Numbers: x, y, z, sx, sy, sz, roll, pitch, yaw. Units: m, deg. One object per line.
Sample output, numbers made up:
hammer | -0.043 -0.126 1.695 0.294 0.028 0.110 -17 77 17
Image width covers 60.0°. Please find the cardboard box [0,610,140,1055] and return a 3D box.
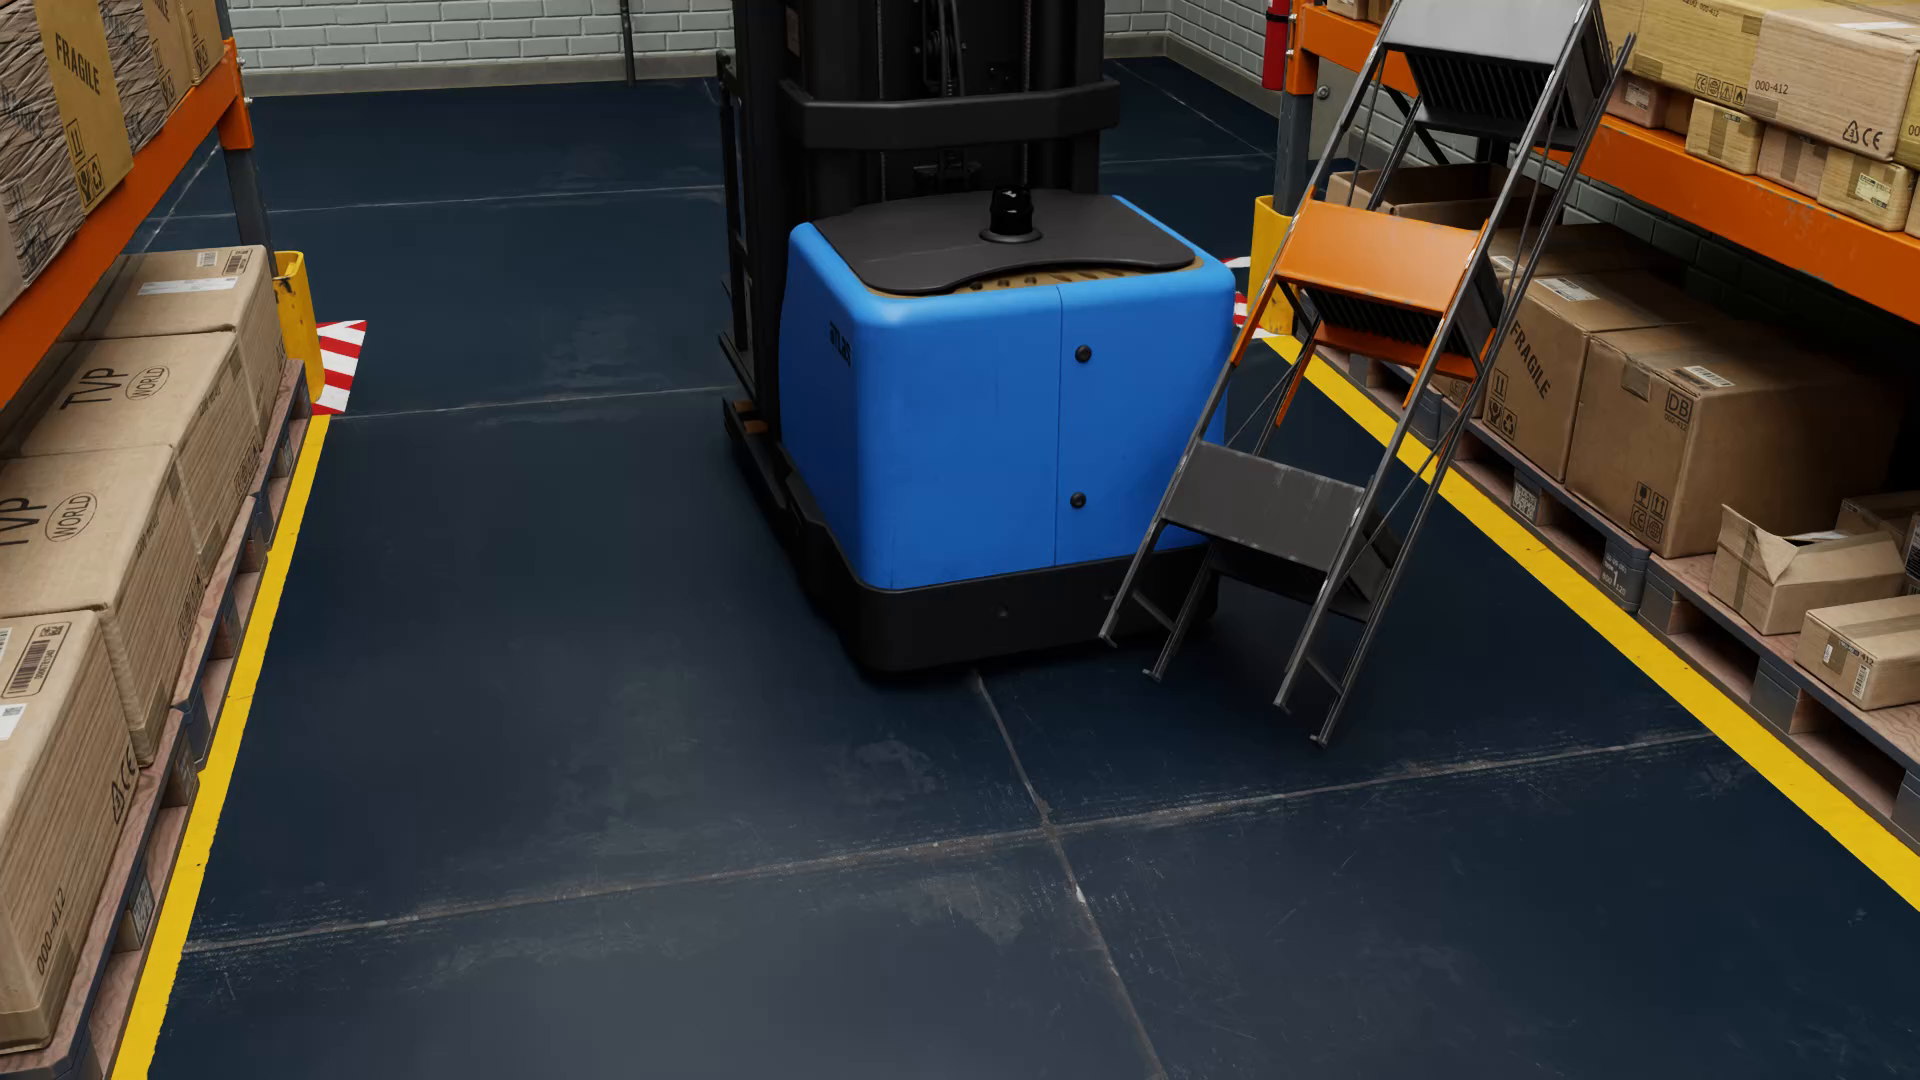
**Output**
cardboard box | -2.154 0.575 3.160 0.875 0.438 0.875 -6 27 -12

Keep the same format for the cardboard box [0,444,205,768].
cardboard box | -2.357 0.182 3.938 0.875 0.438 0.875 -7 28 -13

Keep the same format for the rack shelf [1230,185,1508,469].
rack shelf | 1.073 -0.542 4.285 0.480 0.518 0.431 20 -10 33

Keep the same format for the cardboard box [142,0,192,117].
cardboard box | -2.554 -1.489 4.760 0.500 0.500 0.500 -7 28 -13

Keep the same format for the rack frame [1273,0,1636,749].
rack frame | 1.270 -0.483 4.153 0.015 2.100 0.400 20 -10 33

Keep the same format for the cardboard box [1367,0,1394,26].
cardboard box | 1.726 -1.965 6.094 0.380 0.149 0.250 -5 27 -10

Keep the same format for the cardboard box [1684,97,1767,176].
cardboard box | 2.120 -1.054 4.288 0.380 0.149 0.250 -6 27 -12

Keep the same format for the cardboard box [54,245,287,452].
cardboard box | -2.773 -0.615 5.517 0.875 0.438 0.875 -7 28 -13

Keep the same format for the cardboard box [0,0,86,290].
cardboard box | -2.183 -0.813 3.420 0.500 0.500 0.500 -6 27 -11

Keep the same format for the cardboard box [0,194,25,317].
cardboard box | -2.077 -0.594 2.986 0.500 0.500 0.500 -6 27 -11

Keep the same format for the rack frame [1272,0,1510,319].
rack frame | 1.816 -2.357 6.590 1.000 3.000 0.127 -6 27 -12

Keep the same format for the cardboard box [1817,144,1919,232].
cardboard box | 2.238 -0.827 3.838 0.380 0.149 0.250 -5 27 -10

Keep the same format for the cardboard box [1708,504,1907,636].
cardboard box | 2.226 0.061 4.369 0.396 0.266 0.258 -5 27 -10

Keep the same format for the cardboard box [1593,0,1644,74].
cardboard box | 2.023 -1.530 4.789 0.500 0.250 0.500 -7 28 -13

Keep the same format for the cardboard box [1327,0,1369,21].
cardboard box | 1.623 -2.072 6.306 0.380 0.149 0.250 -6 27 -12

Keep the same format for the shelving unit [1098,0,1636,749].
shelving unit | 1.079 -0.554 4.287 0.503 2.100 0.431 20 -10 33

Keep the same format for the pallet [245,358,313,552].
pallet | -2.762 -0.263 5.537 1.003 0.211 1.213 -6 27 -12

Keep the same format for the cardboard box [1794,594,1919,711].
cardboard box | 2.306 0.270 4.085 0.380 0.149 0.250 -7 28 -13

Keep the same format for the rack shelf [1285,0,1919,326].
rack shelf | 2.267 -1.158 5.013 1.077 0.370 4.000 -6 27 -12

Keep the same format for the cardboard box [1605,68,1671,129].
cardboard box | 2.070 -1.282 4.740 0.380 0.149 0.250 -6 27 -12

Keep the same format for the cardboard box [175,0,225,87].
cardboard box | -2.652 -1.711 5.200 0.500 0.500 0.500 -6 27 -11

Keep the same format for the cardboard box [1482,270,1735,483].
cardboard box | 2.038 -0.529 5.277 0.500 0.500 0.500 -5 27 -11

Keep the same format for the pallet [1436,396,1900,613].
pallet | 2.286 -0.194 5.400 1.003 0.211 1.213 -6 27 -12

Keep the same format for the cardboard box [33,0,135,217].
cardboard box | -2.299 -1.039 3.868 0.500 0.500 0.500 -5 27 -10

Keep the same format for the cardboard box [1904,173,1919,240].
cardboard box | 2.320 -0.715 3.617 0.380 0.149 0.250 -5 27 -10

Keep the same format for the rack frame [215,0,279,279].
rack frame | -3.019 -1.851 5.588 1.000 3.000 0.127 -6 27 -12

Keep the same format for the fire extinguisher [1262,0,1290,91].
fire extinguisher | 1.333 -2.173 6.727 0.296 0.674 0.183 -6 27 -12

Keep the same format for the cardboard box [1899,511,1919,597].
cardboard box | 2.799 0.098 4.245 0.500 0.311 0.500 -5 27 -10

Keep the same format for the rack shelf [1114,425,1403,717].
rack shelf | 0.771 0.081 4.182 0.480 0.518 0.431 20 -10 33

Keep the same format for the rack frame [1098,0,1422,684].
rack frame | 0.887 -0.624 4.421 0.015 2.100 0.400 20 -10 33

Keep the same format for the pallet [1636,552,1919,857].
pallet | 2.564 0.343 4.337 1.003 0.211 1.213 -6 27 -12

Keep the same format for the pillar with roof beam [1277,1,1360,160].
pillar with roof beam | -2.107 -5.873 6.899 9.100 9.000 0.400 -6 27 -12

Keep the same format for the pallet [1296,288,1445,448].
pallet | 2.014 -0.729 6.459 1.003 0.211 1.213 -6 27 -12

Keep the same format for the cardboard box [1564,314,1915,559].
cardboard box | 2.251 -0.315 4.854 0.700 0.500 0.500 -7 28 -14

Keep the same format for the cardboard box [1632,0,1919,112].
cardboard box | 2.139 -1.304 4.341 0.500 0.250 0.500 -6 27 -12

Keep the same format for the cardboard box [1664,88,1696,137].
cardboard box | 2.171 -1.179 4.535 0.380 0.149 0.250 -6 27 -11

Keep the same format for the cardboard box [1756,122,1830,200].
cardboard box | 2.205 -0.945 4.071 0.380 0.149 0.250 -5 27 -10

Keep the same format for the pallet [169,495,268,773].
pallet | -2.491 0.271 4.478 1.003 0.211 1.213 -6 27 -12

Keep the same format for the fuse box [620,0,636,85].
fuse box | -2.233 -3.898 11.074 0.539 1.711 0.414 -6 27 -12

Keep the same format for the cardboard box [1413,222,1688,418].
cardboard box | 2.017 -0.771 5.757 0.700 0.500 0.500 -5 27 -9

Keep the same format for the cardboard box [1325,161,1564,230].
cardboard box | 1.862 -1.152 6.507 0.797 0.503 0.637 -7 28 -14

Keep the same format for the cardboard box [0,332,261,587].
cardboard box | -2.558 -0.214 4.723 0.875 0.438 0.875 -5 27 -10

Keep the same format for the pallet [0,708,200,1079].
pallet | -2.212 0.808 3.415 1.003 0.211 1.213 -6 27 -12

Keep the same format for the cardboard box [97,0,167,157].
cardboard box | -2.428 -1.264 4.315 0.500 0.500 0.500 -5 27 -10

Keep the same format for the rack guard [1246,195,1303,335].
rack guard | 1.833 -1.207 7.087 1.175 0.500 0.348 -6 27 -12

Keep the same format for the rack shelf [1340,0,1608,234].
rack shelf | 1.374 -1.165 4.387 0.480 0.518 0.431 20 -10 33

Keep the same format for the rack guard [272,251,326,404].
rack guard | -3.024 -0.746 6.173 1.175 0.500 0.348 -6 27 -12

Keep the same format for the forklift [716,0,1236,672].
forklift | -0.204 -1.605 5.176 1.130 2.935 3.031 -8 28 -16

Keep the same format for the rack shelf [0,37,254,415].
rack shelf | -2.568 -0.652 4.011 1.077 0.370 4.000 -6 27 -12

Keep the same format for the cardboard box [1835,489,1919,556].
cardboard box | 2.701 -0.020 4.658 0.380 0.149 0.250 -6 27 -12

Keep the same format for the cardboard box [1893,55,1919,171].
cardboard box | 2.365 -0.865 3.472 0.500 0.250 0.500 -5 27 -10

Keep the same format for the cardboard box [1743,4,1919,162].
cardboard box | 2.238 -1.084 3.905 0.500 0.250 0.500 -6 27 -11
